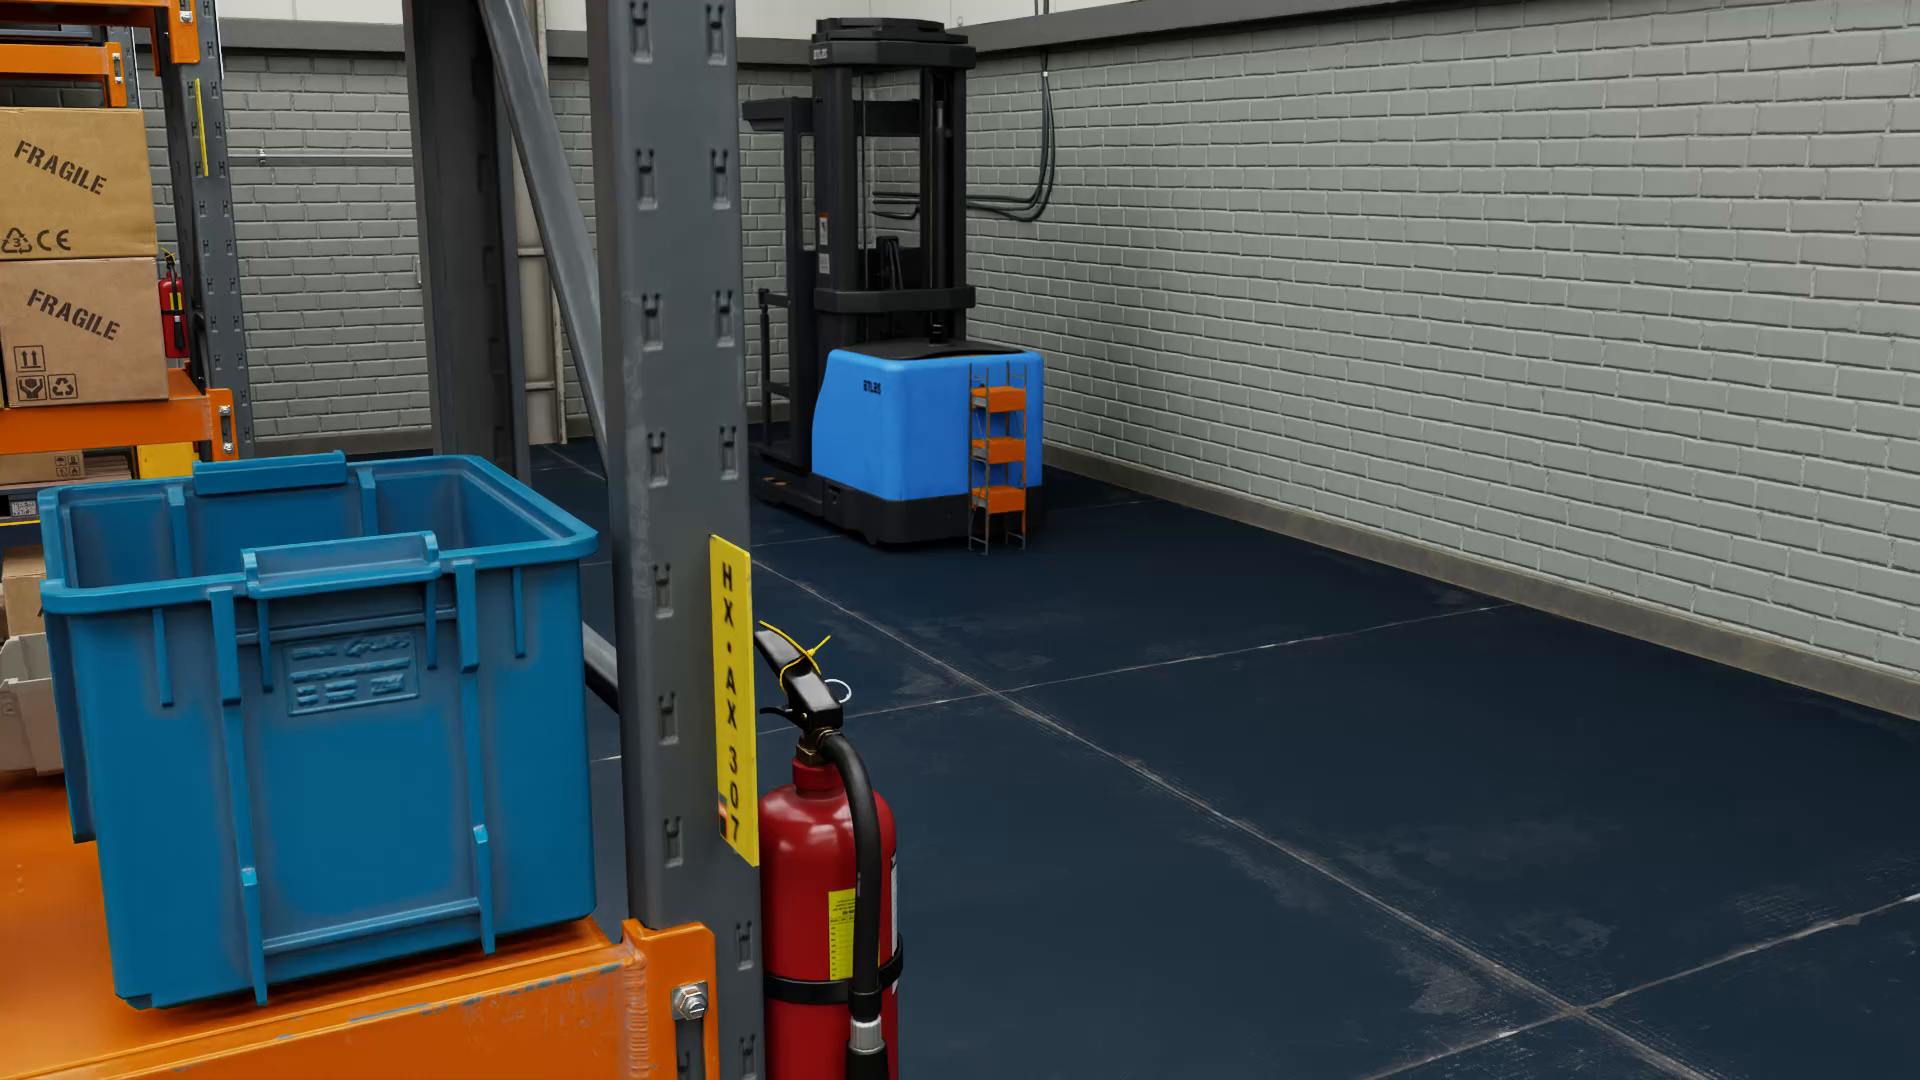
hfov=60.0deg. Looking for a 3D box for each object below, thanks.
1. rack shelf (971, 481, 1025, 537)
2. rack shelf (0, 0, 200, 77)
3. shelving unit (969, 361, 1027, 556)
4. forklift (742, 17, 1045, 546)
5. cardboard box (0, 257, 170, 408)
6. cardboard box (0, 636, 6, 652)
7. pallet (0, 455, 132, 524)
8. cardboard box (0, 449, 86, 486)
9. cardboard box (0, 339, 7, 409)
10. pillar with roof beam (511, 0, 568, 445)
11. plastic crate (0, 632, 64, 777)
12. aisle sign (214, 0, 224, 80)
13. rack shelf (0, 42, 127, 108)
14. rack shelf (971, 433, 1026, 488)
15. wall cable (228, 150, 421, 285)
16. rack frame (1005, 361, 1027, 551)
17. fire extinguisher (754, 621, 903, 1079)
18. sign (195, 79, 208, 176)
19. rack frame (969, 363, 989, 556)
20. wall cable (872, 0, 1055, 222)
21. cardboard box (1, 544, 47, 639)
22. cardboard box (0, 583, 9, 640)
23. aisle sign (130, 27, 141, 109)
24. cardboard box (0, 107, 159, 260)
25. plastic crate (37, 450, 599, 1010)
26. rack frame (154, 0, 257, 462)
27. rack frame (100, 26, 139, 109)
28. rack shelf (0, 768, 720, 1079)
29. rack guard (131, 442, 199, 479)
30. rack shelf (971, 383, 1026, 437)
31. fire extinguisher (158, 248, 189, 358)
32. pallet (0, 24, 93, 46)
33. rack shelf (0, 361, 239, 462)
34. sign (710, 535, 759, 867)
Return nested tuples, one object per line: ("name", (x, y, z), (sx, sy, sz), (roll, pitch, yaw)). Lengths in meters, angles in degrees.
("rack shelf", (0.207, -0.174, 9.305), (0.240, 0.259, 0.215), (-7, 15, -29))
("rack shelf", (-4.632, -1.719, 5.223), (4.000, 0.370, 1.077), (-7, 14, -28))
("shelving unit", (0.207, -0.455, 9.241), (0.252, 1.050, 0.215), (-7, 15, -29))
("forklift", (-0.665, -1.677, 10.386), (1.130, 2.935, 3.031), (-7, 14, -28))
("cardboard box", (-3.139, -0.766, 5.955), (0.500, 0.500, 0.500), (-6, 14, -26))
("cardboard box", (-3.634, 0.480, 6.094), (0.250, 0.166, 0.380), (-7, 14, -28))
("pallet", (-5.918, -0.312, 10.514), (1.213, 0.211, 1.003), (-7, 14, -28))
("cardboard box", (-5.820, -0.664, 10.464), (0.500, 0.500, 0.700), (-7, 14, -28))
("cardboard box", (-3.593, -0.711, 5.709), (0.500, 0.500, 0.500), (-7, 14, -27))
("pillar with roof beam", (-1.235, -4.319, 8.306), (0.400, 9.000, 9.100), (-7, 14, -28))
("plastic crate", (-1.202, 0.217, 2.275), (0.298, 0.136, 0.250), (-7, 14, -28))
("aisle sign", (-2.670, -2.034, 5.893), (0.004, 0.787, 0.394), (-7, 14, -28))
("rack shelf", (-7.009, -2.673, 9.463), (4.000, 0.370, 1.077), (-7, 14, -28))
("rack shelf", (0.207, -0.445, 9.243), (0.240, 0.259, 0.215), (-7, 15, -29))
("wall cable", (-4.583, -2.584, 11.946), (1.851, 1.984, 0.084), (-7, 14, -28))
("rack frame", (0.313, -0.469, 9.301), (0.008, 1.050, 0.200), (-7, 15, -29))
("fire extinguisher", (-0.156, 0.429, 1.896), (0.183, 0.674, 0.296), (-7, 14, -28))
("sign", (-2.628, -1.427, 5.762), (0.005, 0.325, 0.100), (-7, 14, -28))
("rack frame", (0.102, -0.442, 9.181), (0.008, 1.050, 0.200), (-7, 15, -29))
("wall cable", (-0.118, -3.709, 12.669), (0.112, 2.526, 3.097), (-7, 14, -28))
("cardboard box", (-3.236, 0.292, 6.169), (0.500, 0.500, 0.500), (-7, 14, -28))
("cardboard box", (-3.929, 0.365, 6.417), (0.500, 0.250, 0.500), (-7, 14, -28))
("aisle sign", (-5.046, -2.989, 10.140), (0.004, 0.787, 0.394), (-7, 14, -28))
("cardboard box", (-3.135, -1.254, 5.844), (0.500, 0.500, 0.500), (-7, 14, -28))
("plastic crate", (-0.711, 0.162, 1.838), (0.499, 0.435, 0.616), (-7, 14, -28))
("rack frame", (-2.877, -0.817, 6.408), (0.127, 3.000, 1.000), (-7, 14, -28))
("rack frame", (-5.253, -1.771, 10.649), (0.127, 3.000, 1.000), (-7, 14, -28))
("rack shelf", (-2.262, 0.699, 1.309), (4.000, 0.370, 1.077), (-7, 14, -28))
("rack guard", (-5.232, -0.554, 10.934), (0.348, 0.500, 1.175), (-7, 14, -28))
("rack shelf", (0.207, -0.722, 9.181), (0.240, 0.259, 0.215), (-7, 15, -29))
("fire extinguisher", (-4.900, -1.479, 10.373), (0.183, 0.674, 0.296), (-7, 14, -28))
("pallet", (-5.899, -3.112, 9.973), (1.213, 0.211, 1.003), (-7, 14, -28))
("rack shelf", (-4.632, -0.256, 5.552), (4.000, 0.370, 1.077), (-7, 14, -28))
("sign", (-0.229, 0.162, 1.684), (0.005, 0.325, 0.100), (-7, 14, -28))
